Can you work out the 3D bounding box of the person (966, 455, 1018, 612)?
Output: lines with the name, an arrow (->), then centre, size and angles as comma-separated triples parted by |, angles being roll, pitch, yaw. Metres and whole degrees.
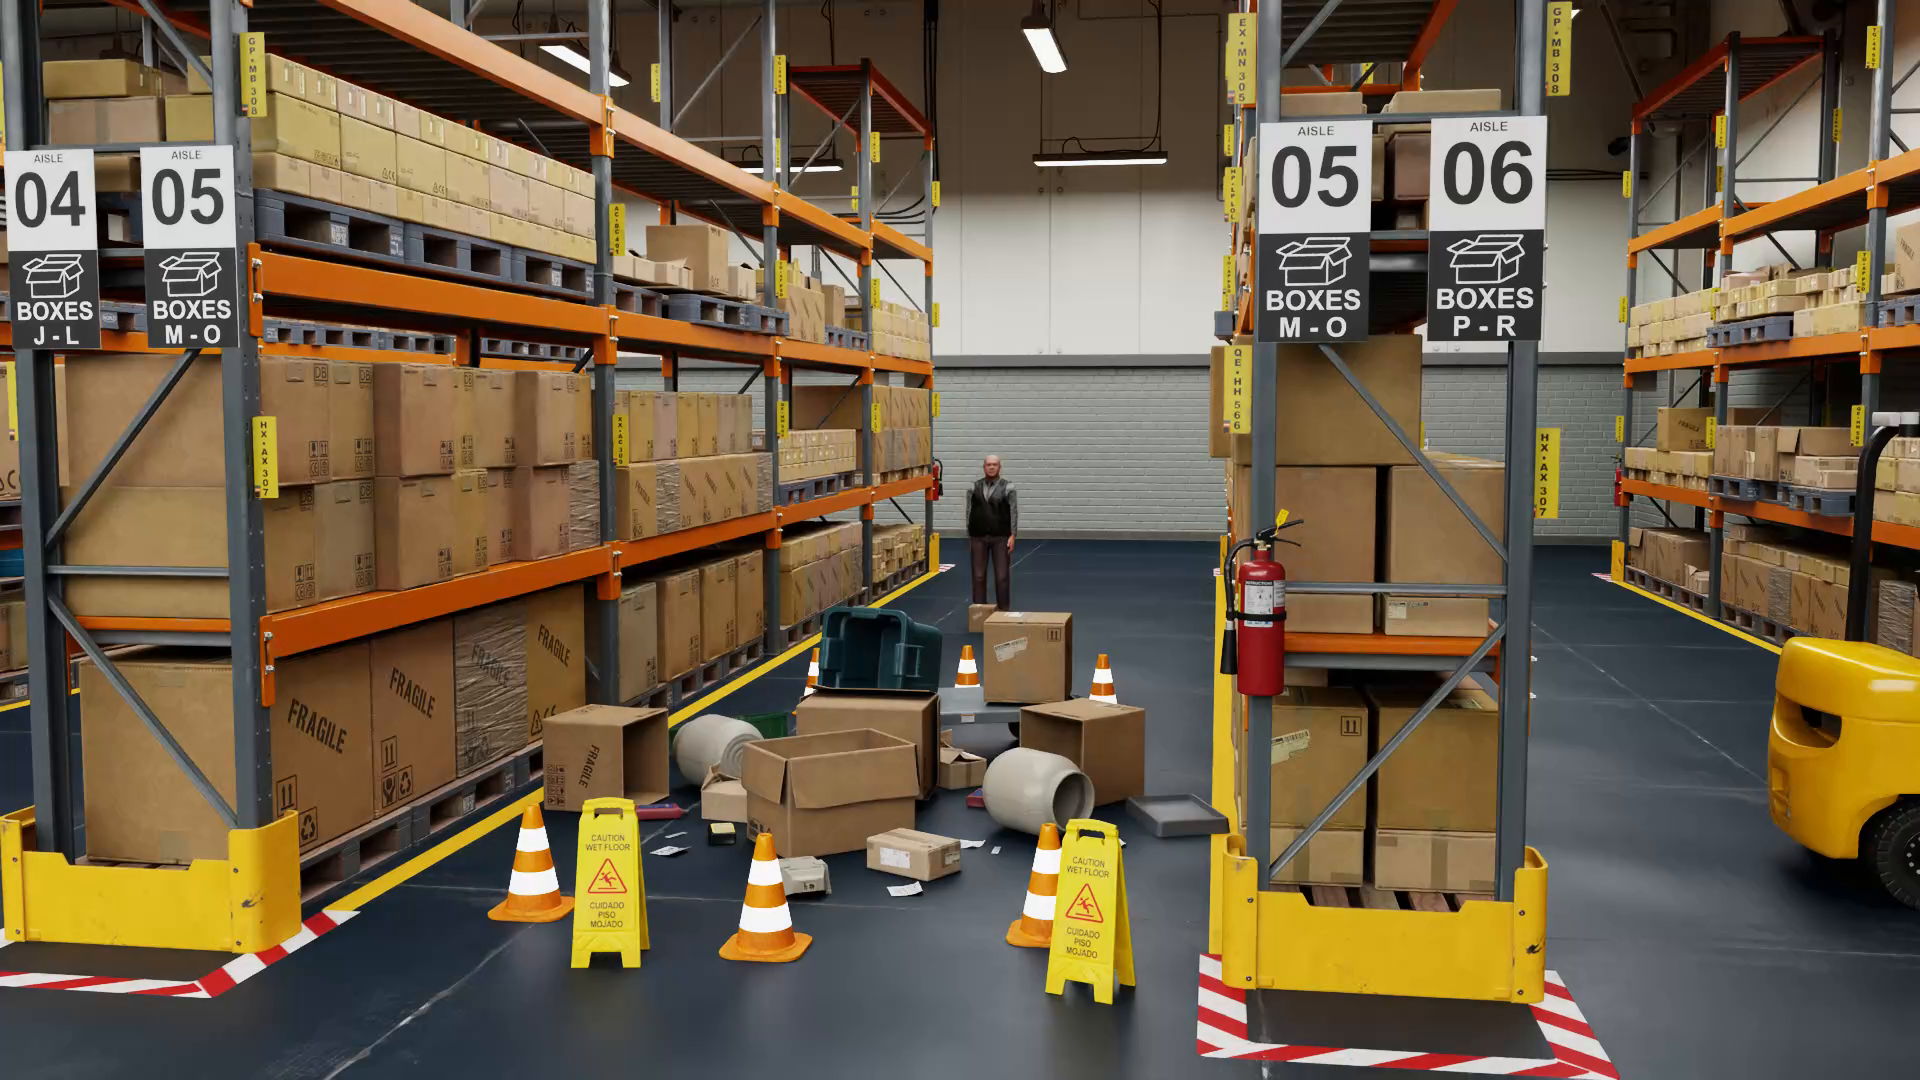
person -> 0.317, 0.006, 16.774 | 0.530, 1.726, 0.358 | 1, 5, 10
